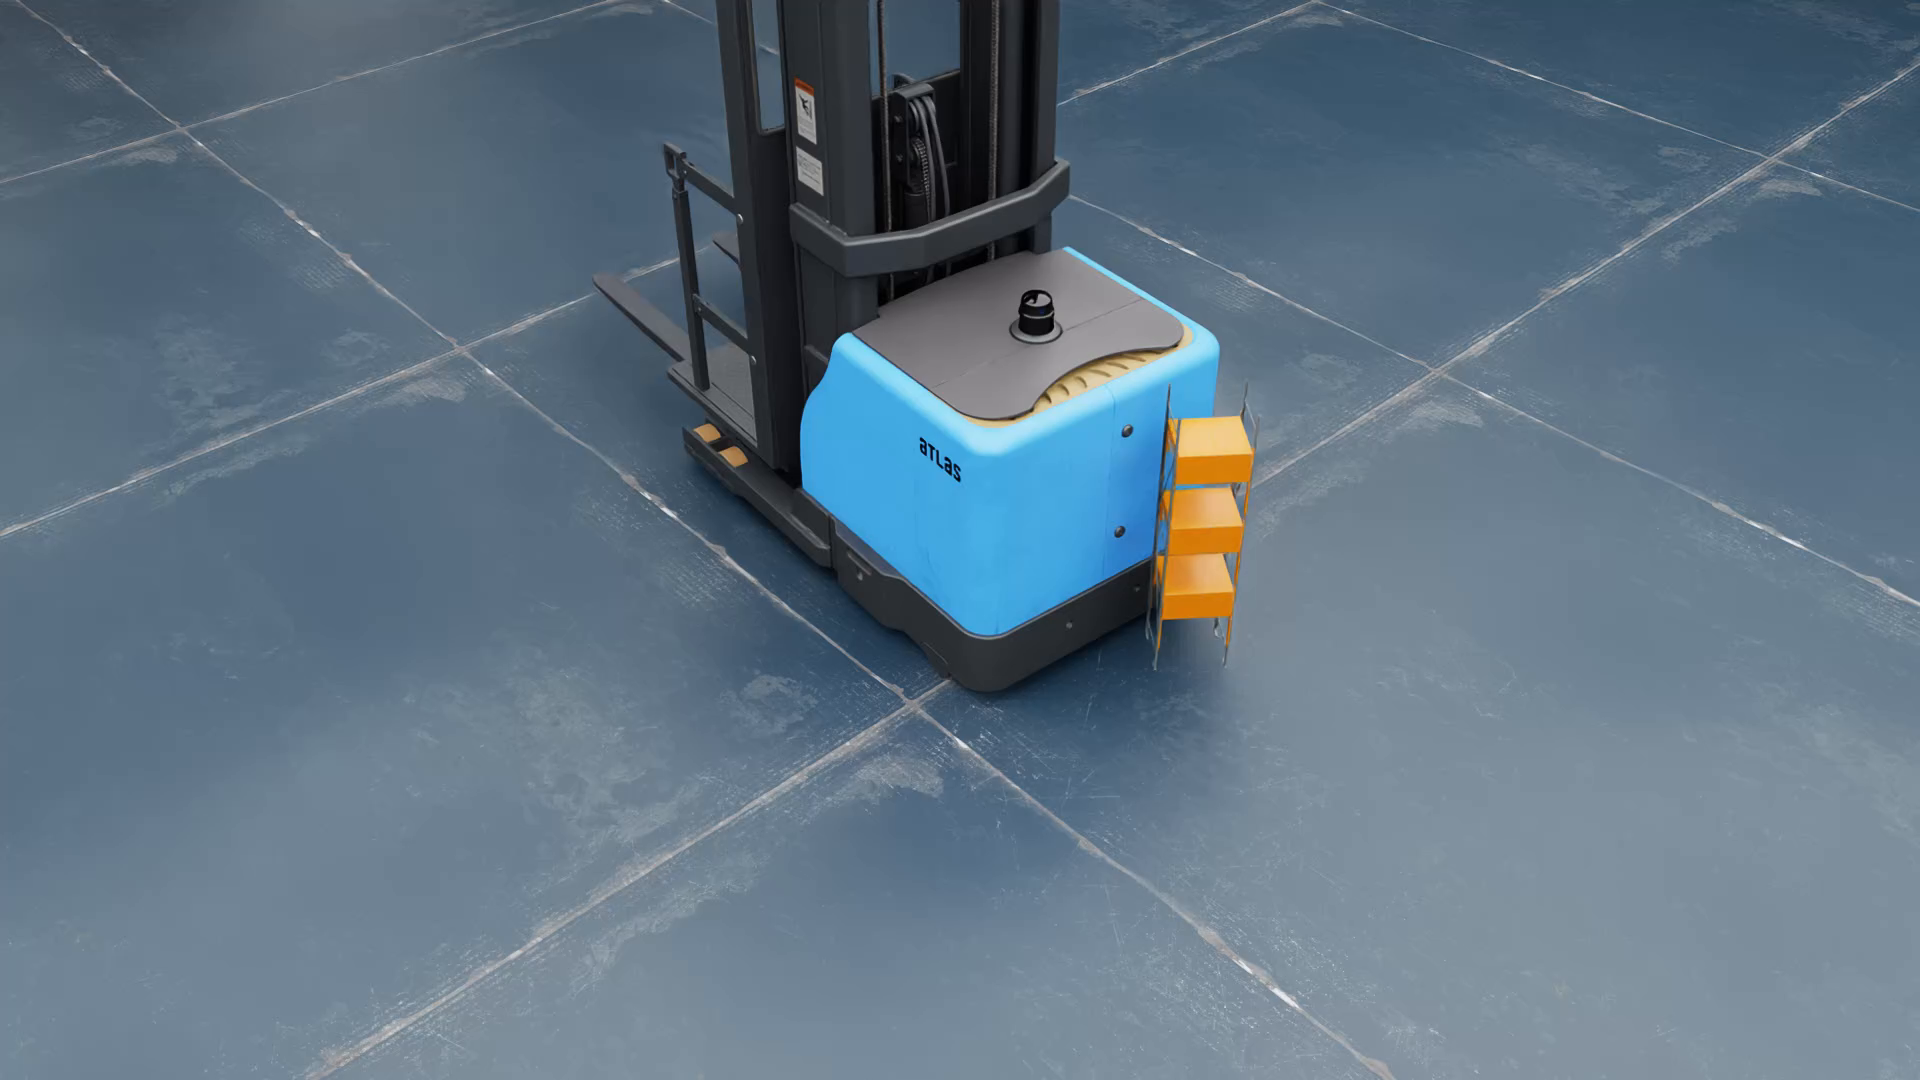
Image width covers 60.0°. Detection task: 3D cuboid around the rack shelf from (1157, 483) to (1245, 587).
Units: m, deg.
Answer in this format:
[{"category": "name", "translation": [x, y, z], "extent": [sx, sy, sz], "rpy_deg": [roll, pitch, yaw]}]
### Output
[{"category": "rack shelf", "translation": [0.782, -0.018, 5.453], "extent": [0.240, 0.259, 0.215], "rpy_deg": [-3, 39, -3]}]

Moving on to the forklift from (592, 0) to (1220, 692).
[{"category": "forklift", "translation": [-0.438, -1.507, 5.783], "extent": [1.130, 2.935, 3.031], "rpy_deg": [-26, 46, -28]}]

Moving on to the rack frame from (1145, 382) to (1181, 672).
[{"category": "rack frame", "translation": [0.660, -0.021, 5.440], "extent": [0.008, 1.050, 0.200], "rpy_deg": [-3, 39, -3]}]

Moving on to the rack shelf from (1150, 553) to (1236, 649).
[{"category": "rack shelf", "translation": [0.782, 0.198, 5.628], "extent": [0.240, 0.259, 0.215], "rpy_deg": [-3, 39, -3]}]

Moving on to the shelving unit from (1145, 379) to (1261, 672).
[{"category": "shelving unit", "translation": [0.782, -0.026, 5.446], "extent": [0.252, 1.050, 0.215], "rpy_deg": [-3, 39, -3]}]

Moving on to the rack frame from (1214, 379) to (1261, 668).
[{"category": "rack frame", "translation": [0.904, -0.031, 5.453], "extent": [0.008, 1.050, 0.200], "rpy_deg": [-3, 39, -3]}]

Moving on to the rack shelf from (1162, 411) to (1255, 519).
[{"category": "rack shelf", "translation": [0.782, -0.238, 5.274], "extent": [0.240, 0.259, 0.215], "rpy_deg": [-3, 39, -3]}]
